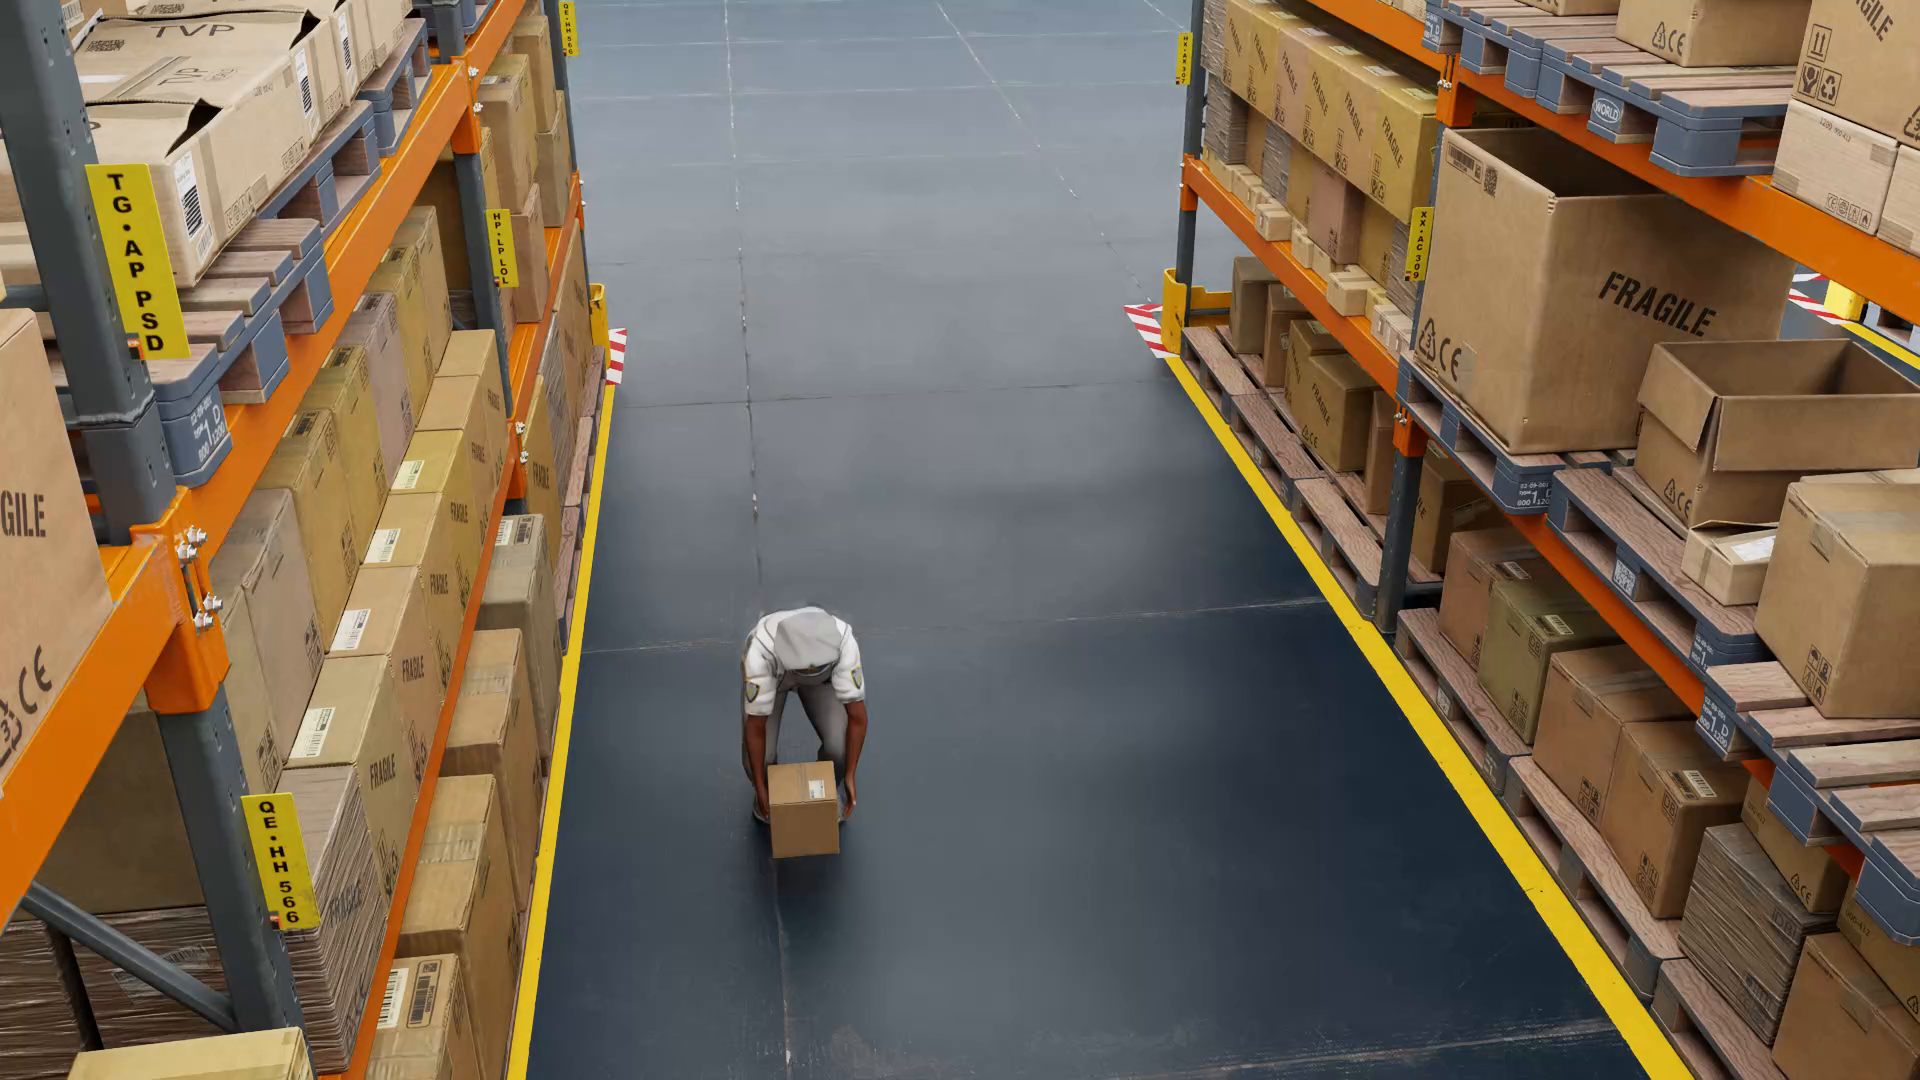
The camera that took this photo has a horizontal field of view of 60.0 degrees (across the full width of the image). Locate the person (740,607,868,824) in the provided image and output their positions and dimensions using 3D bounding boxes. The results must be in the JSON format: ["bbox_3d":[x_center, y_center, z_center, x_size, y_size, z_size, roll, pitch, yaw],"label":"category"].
[{"bbox_3d":[-0.619,0.651,6.505,0.492,1.076,0.826,-4,28,-7],"label":"person"}]
